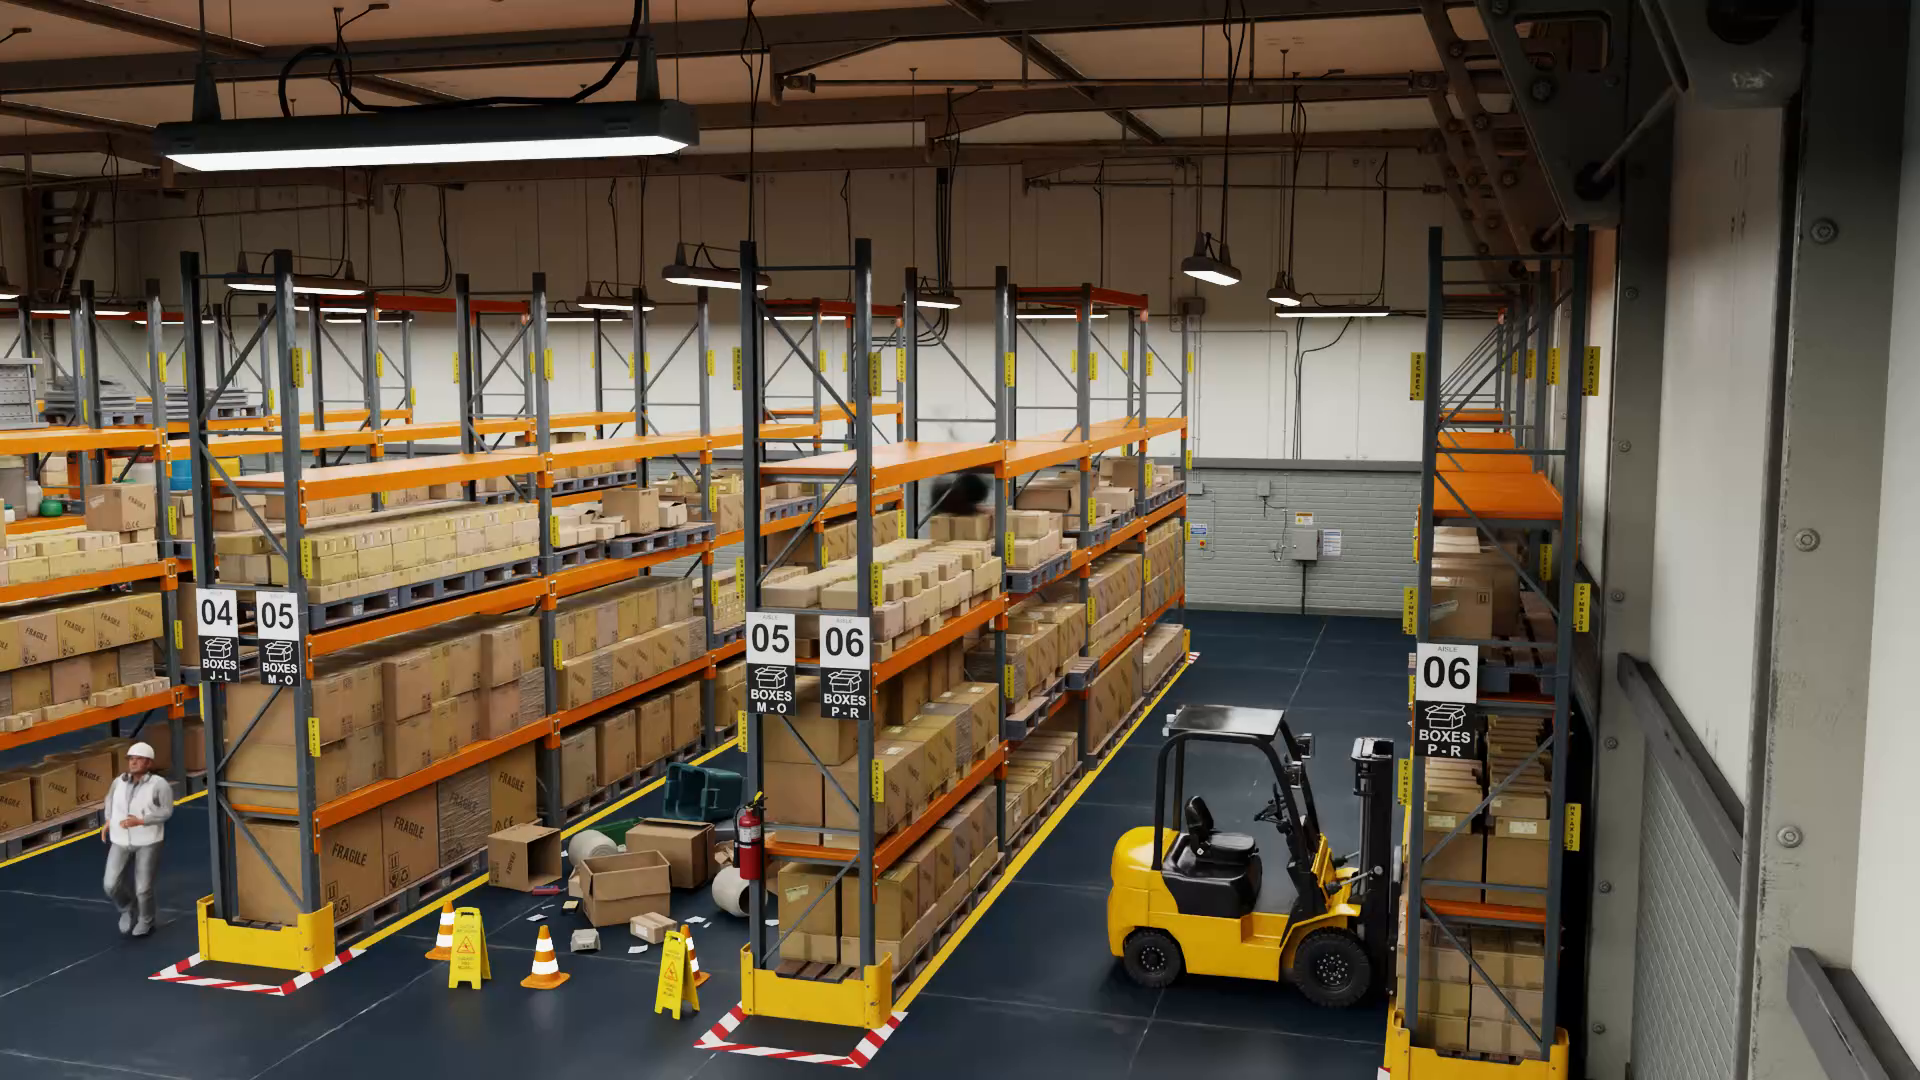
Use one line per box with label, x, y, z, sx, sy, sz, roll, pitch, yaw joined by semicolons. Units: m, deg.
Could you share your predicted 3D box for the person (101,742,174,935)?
person;-7.293;2.664;14.721;0.642;1.731;0.617;-1;6;-8
